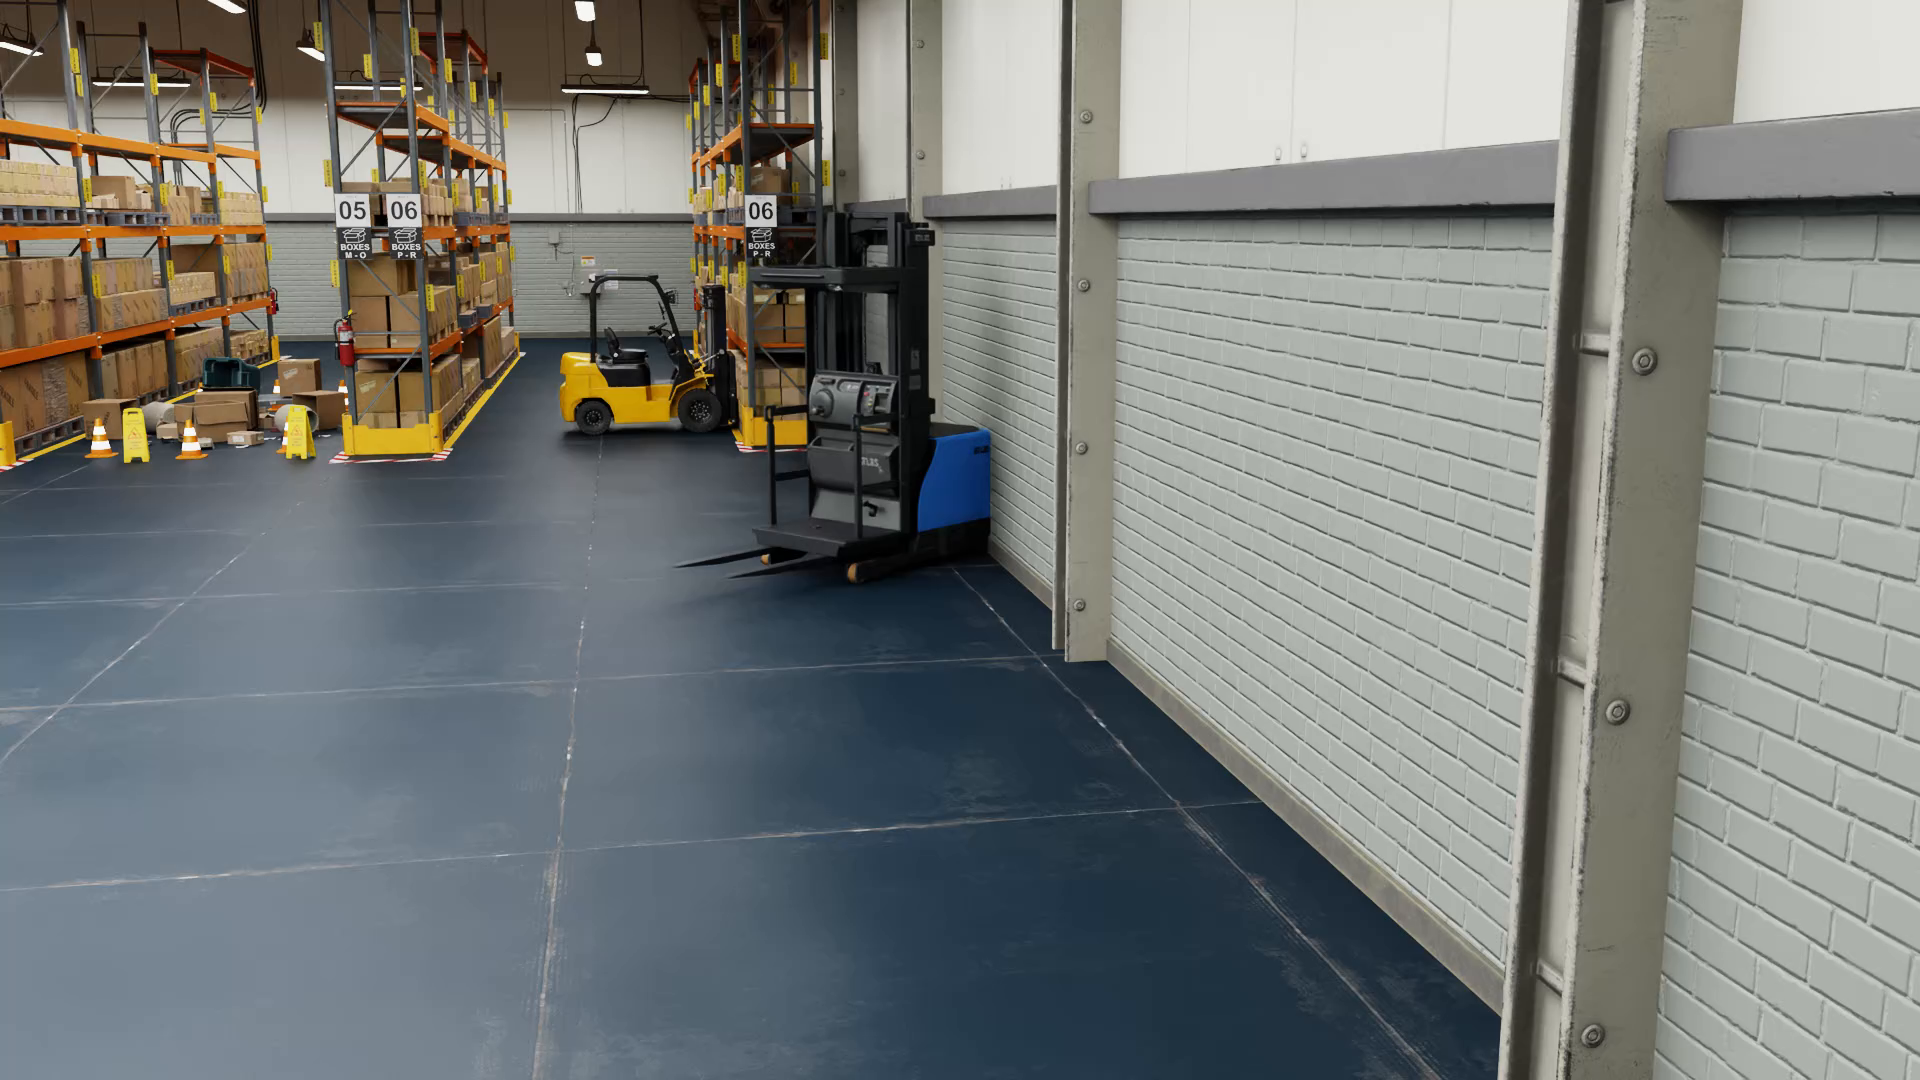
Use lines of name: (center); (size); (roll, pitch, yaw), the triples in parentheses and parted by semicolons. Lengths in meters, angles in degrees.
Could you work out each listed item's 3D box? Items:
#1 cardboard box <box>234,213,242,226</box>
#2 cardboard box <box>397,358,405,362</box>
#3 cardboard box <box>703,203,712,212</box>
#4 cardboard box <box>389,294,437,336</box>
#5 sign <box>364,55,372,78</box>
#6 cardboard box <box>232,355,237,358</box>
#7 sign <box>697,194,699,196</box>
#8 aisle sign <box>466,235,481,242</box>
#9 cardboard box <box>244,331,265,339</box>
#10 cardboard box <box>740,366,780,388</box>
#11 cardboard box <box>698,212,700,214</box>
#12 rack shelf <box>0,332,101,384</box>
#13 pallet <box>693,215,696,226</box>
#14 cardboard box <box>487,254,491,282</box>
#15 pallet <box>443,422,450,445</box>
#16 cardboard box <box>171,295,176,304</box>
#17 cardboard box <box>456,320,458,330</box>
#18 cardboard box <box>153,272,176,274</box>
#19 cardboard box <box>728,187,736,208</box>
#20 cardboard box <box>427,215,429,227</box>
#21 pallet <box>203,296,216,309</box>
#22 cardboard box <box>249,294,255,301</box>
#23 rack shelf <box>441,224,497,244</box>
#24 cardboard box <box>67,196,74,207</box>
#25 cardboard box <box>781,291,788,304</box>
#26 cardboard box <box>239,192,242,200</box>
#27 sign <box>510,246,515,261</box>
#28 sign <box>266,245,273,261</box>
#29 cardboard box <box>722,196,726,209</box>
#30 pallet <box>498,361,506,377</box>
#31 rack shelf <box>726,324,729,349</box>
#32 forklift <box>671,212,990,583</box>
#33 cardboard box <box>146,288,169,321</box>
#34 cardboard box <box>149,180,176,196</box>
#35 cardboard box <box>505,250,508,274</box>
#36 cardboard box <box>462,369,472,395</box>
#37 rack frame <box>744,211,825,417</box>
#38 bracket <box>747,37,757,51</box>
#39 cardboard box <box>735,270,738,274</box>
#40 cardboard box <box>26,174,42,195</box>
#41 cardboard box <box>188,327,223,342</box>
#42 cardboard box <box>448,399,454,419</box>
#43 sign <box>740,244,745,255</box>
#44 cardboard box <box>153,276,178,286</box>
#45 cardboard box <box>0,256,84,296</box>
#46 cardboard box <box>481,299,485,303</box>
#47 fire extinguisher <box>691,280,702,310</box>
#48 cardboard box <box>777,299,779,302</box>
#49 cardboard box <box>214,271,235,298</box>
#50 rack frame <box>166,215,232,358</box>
cardboard box: (-14.323, -6.254, 32.410); (0.500, 0.250, 0.500); (-2, 11, -9)
cardboard box: (-7.940, -2.559, 23.109); (0.380, 0.149, 0.250); (-1, 11, -8)
cardboard box: (-4.608, -6.207, 31.043); (0.380, 0.149, 0.250); (-2, 11, -10)
cardboard box: (-6.954, -2.862, 21.146); (0.500, 0.500, 0.500); (-2, 11, -12)
sign: (-8.455, -6.766, 23.753); (0.100, 0.325, 0.005); (-2, 11, -11)
cardboard box: (-14.060, -3.456, 31.833); (0.380, 0.149, 0.250); (-3, 11, -13)
sign: (-5.131, -6.658, 32.749); (0.100, 0.325, 0.005); (-2, 11, -11)
aisle sign: (-10.544, -6.784, 35.862); (0.394, 0.787, 0.004); (-2, 11, -11)
cardboard box: (-14.563, -4.225, 34.280); (0.380, 0.149, 0.250); (-2, 11, -12)
cardboard box: (-2.661, -2.170, 22.134); (0.500, 0.250, 0.500); (-2, 11, -9)
cardboard box: (-5.051, -6.672, 33.811); (0.500, 0.250, 0.500); (-3, 11, -13)
rack shelf: (-12.359, -2.384, 21.625); (1.077, 0.370, 4.000); (-2, 11, -11)
pallet: (-4.542, -6.211, 32.284); (1.213, 0.211, 1.003); (-2, 11, -11)
cardboard box: (-8.832, -4.955, 30.266); (0.500, 0.500, 0.500); (-2, 11, -10)
pallet: (-7.272, -1.364, 21.797); (1.003, 0.211, 1.213); (-2, 11, -11)
cardboard box: (-13.467, -4.060, 28.052); (0.380, 0.149, 0.250); (-2, 11, -8)
cardboard box: (-7.551, -3.132, 24.300); (0.380, 0.149, 0.250); (-2, 11, -12)
cardboard box: (-14.678, -4.858, 30.655); (0.380, 0.149, 0.250); (-2, 11, -8)
cardboard box: (-3.121, -5.008, 24.311); (0.500, 0.311, 0.500); (-2, 11, -10)
cardboard box: (-7.165, -4.180, 21.785); (0.380, 0.149, 0.250); (-2, 11, -13)
pallet: (-14.298, -4.332, 30.448); (1.003, 0.211, 1.213); (-2, 11, -11)
cardboard box: (-14.571, -4.945, 33.825); (0.380, 0.149, 0.250); (-3, 11, -14)
rack shelf: (-9.079, -5.524, 30.097); (1.077, 0.370, 4.000); (-2, 11, -11)
cardboard box: (-12.314, -4.609, 22.647); (0.380, 0.149, 0.250); (-2, 11, -10)
cardboard box: (-2.188, -3.233, 22.158); (0.380, 0.149, 0.250); (-2, 11, -11)
cardboard box: (-14.451, -6.813, 32.947); (0.380, 0.149, 0.250); (-2, 11, -13)
sign: (-9.711, -6.206, 36.051); (0.100, 0.325, 0.005); (-2, 11, -11)
sign: (-14.534, -6.046, 34.997); (0.100, 0.325, 0.005); (-2, 11, -11)
cardboard box: (-3.424, -5.293, 25.810); (0.500, 0.311, 0.500); (-2, 11, -13)
pallet: (-9.244, -3.262, 31.769); (1.003, 0.211, 1.213); (-2, 11, -11)
rack shelf: (-3.433, -3.498, 27.475); (1.077, 0.370, 4.000); (-2, 11, -11)
forklift: (-1.026, -1.197, 13.646); (1.130, 2.935, 3.031); (9, 14, 39)
cardboard box: (-13.175, -3.814, 26.947); (0.500, 0.500, 0.500); (-2, 11, -11)
cardboard box: (-13.523, -5.961, 28.156); (0.396, 0.266, 0.258); (-2, 11, -11)
cardboard box: (-9.695, -5.779, 34.594); (0.500, 0.500, 0.500); (-2, 11, -11)
cardboard box: (-8.160, -2.446, 25.932); (0.950, 0.372, 0.625); (-1, 11, -7)
rack frame: (-2.266, -2.751, 21.626); (1.000, 3.000, 0.127); (-2, 11, -11)
bracket: (-4.119, -9.738, 32.667); (0.235, 0.232, 0.430); (-2, 11, -11)
cardboard box: (-3.769, -4.573, 29.812); (0.500, 0.500, 0.500); (-2, 11, -8)
cardboard box: (-12.108, -4.548, 21.260); (0.500, 0.250, 0.500); (-2, 11, -11)
cardboard box: (-13.911, -3.791, 30.649); (0.500, 0.250, 0.500); (-2, 11, -13)
cardboard box: (-7.230, -1.776, 22.738); (0.500, 0.250, 0.500); (-1, 11, -7)
sign: (-4.830, -6.426, 36.992); (0.100, 0.325, 0.005); (-2, 11, -11)
cardboard box: (-13.524, -4.399, 28.246); (0.380, 0.149, 0.250); (-2, 11, -11)
cardboard box: (-12.710, -3.640, 23.008); (0.875, 0.550, 0.550); (-2, 11, -11)
cardboard box: (-8.538, -4.062, 28.916); (0.500, 0.250, 0.500); (-2, 11, -12)
fire extinguisher: (-5.860, -5.474, 37.139); (0.296, 0.674, 0.183); (-2, 11, -11)
cardboard box: (-2.315, -3.088, 23.129); (0.500, 0.500, 0.500); (-2, 11, -12)
cardboard box: (-14.153, -4.867, 31.682); (0.500, 0.500, 0.500); (-2, 11, -12)
rack frame: (-14.304, -4.572, 31.194); (1.000, 3.000, 0.127); (-2, 11, -11)
